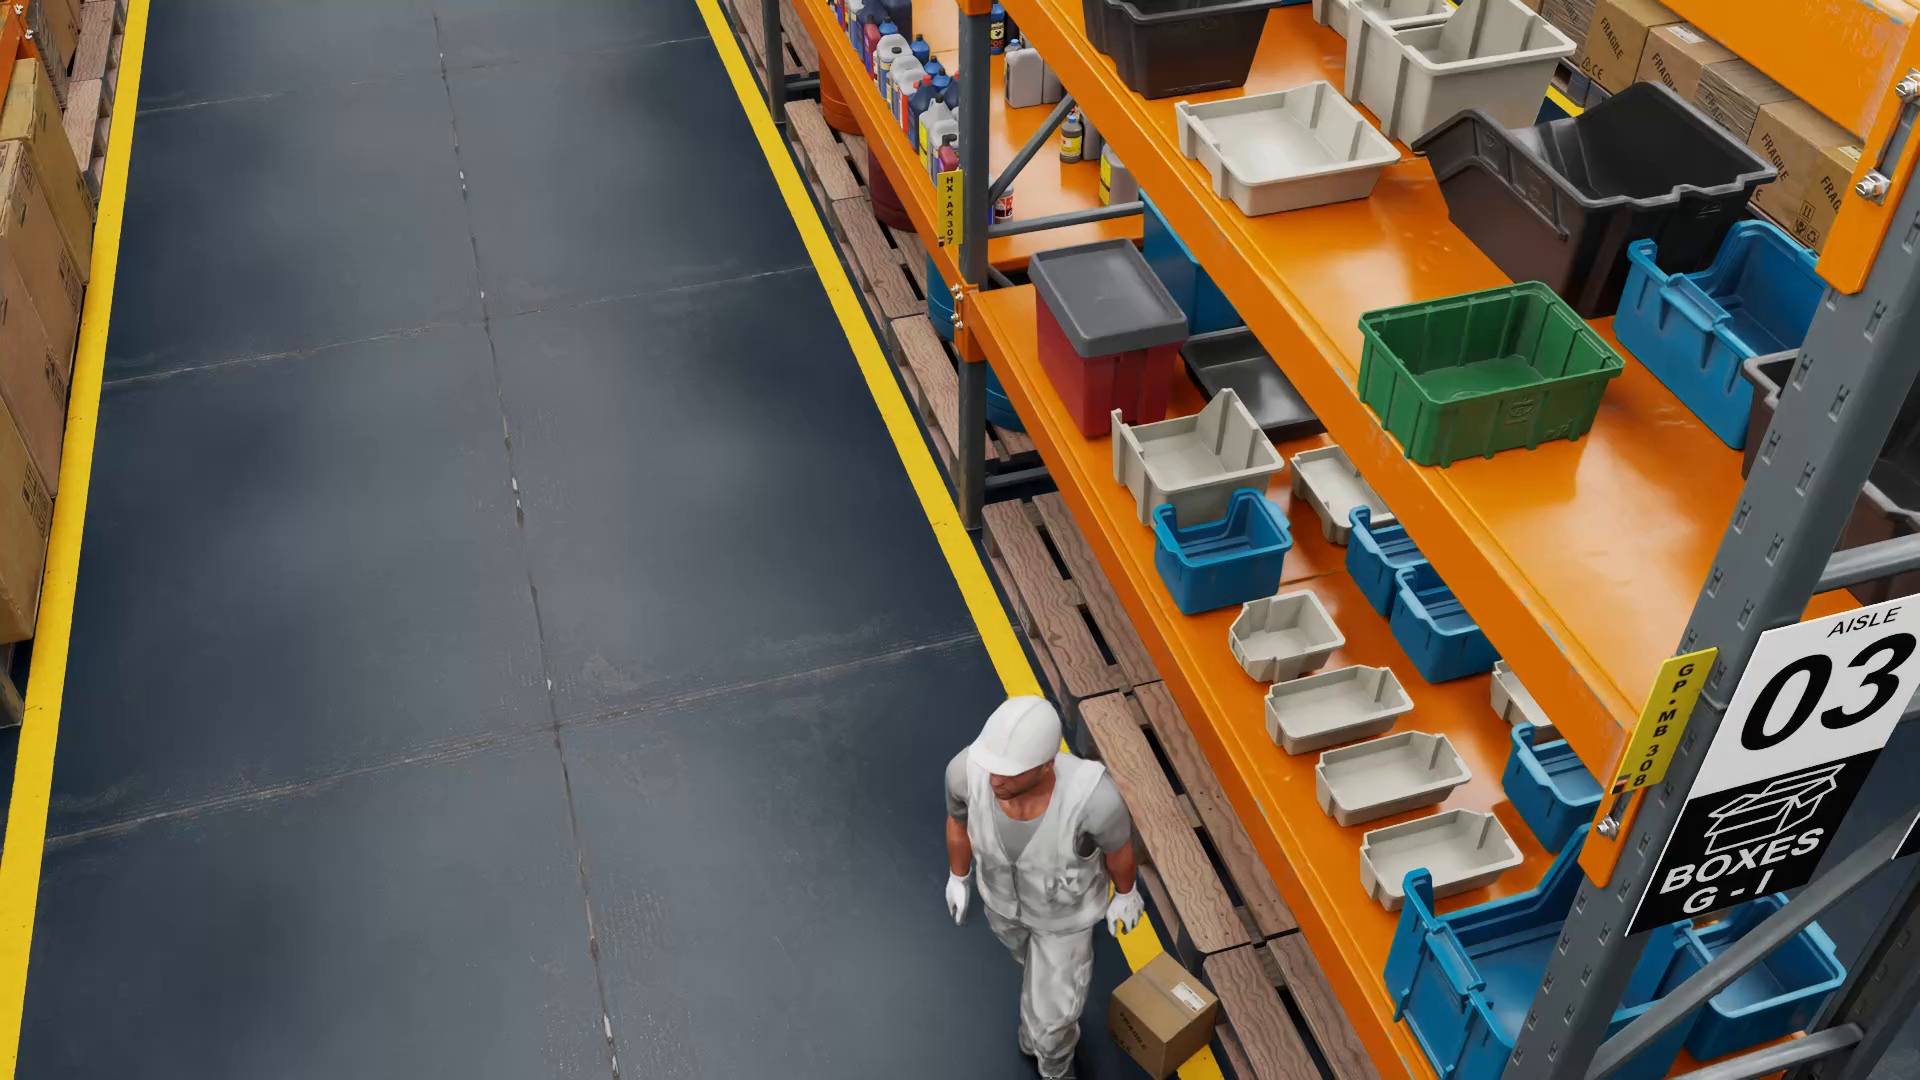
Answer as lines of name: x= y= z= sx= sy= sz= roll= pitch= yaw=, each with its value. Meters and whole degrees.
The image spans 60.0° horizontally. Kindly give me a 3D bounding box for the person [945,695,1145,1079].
person: x=0.237 y=1.052 z=4.953 sx=0.578 sy=1.783 sz=0.544 roll=21 pitch=46 yaw=22
